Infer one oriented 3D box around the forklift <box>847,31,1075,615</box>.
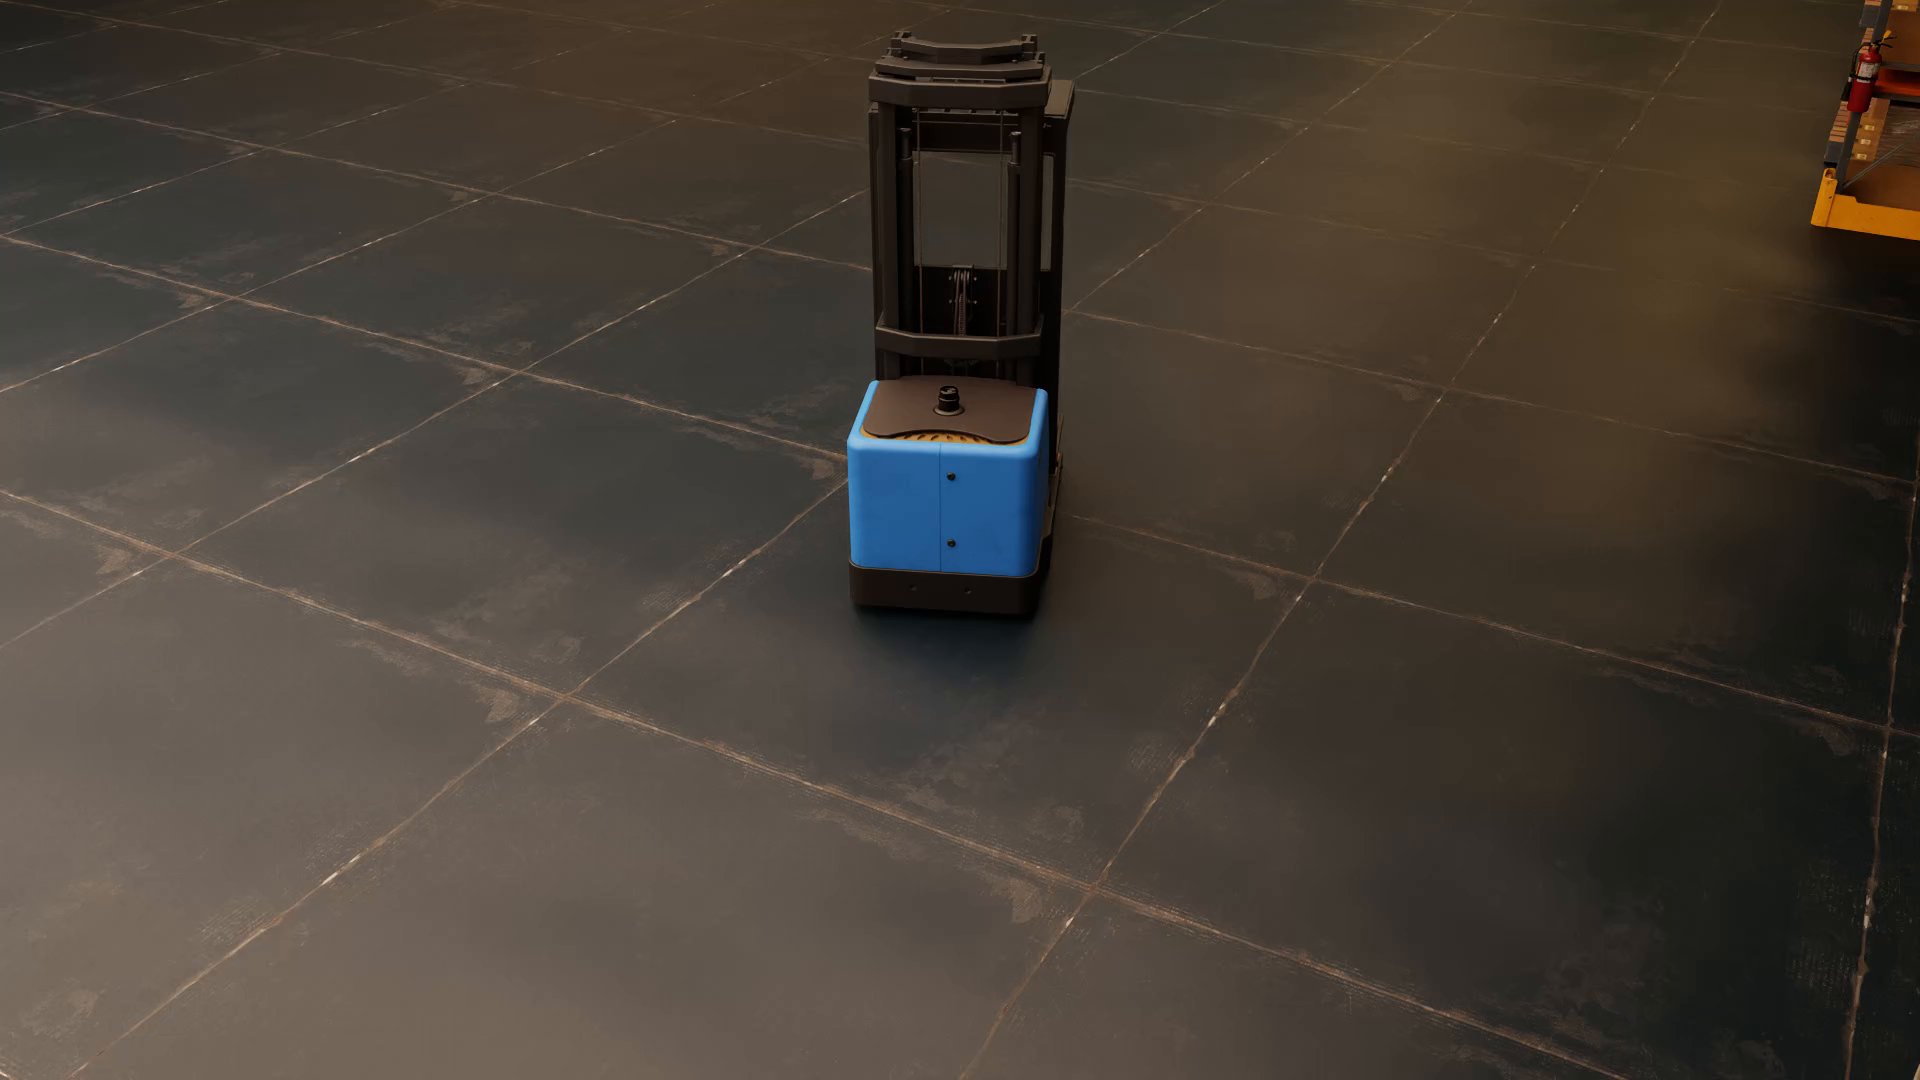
[{"bbox_3d":[0.072,-1.572,9.794,1.130,2.935,3.031,3,30,6],"label":"forklift"}]
